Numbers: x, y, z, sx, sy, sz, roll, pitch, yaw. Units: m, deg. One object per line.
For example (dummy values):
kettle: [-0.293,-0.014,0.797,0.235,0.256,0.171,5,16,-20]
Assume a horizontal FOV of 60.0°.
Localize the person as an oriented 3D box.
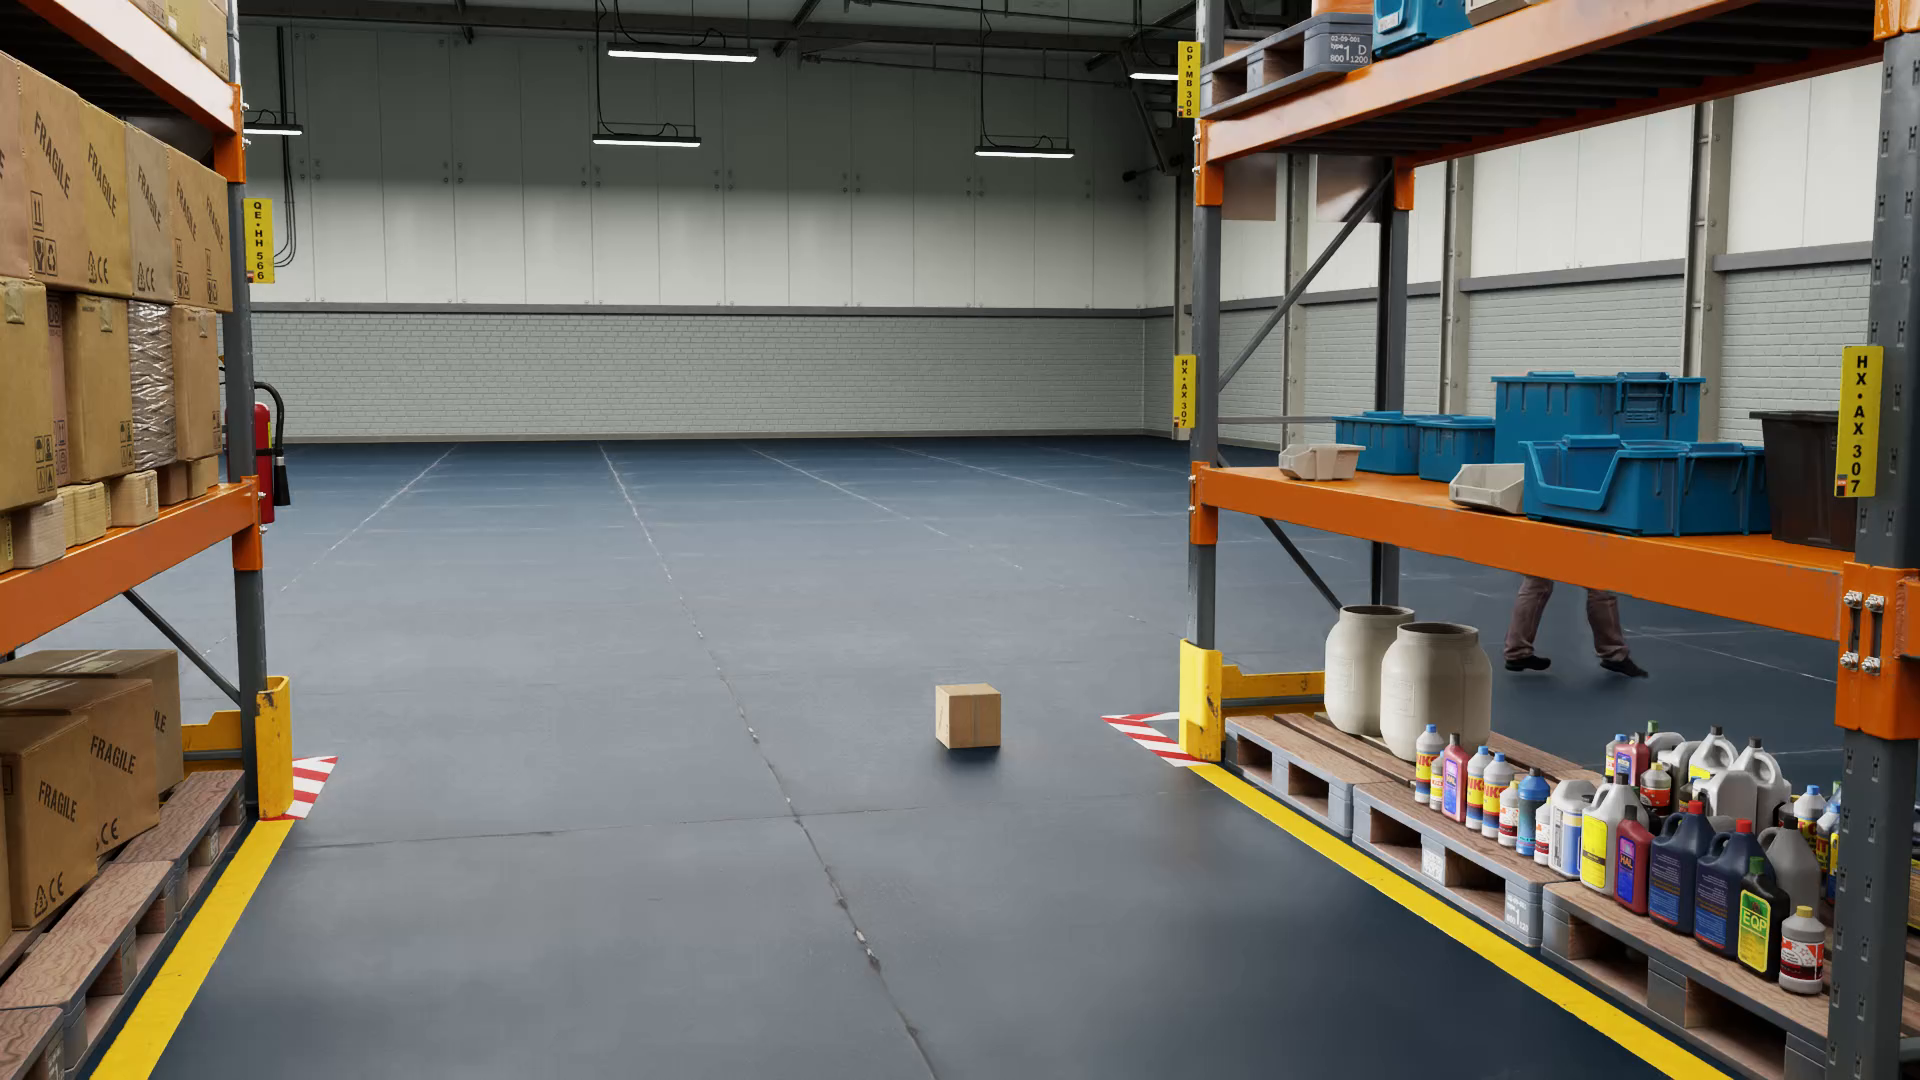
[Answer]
person: [3.469,-0.084,9.383,0.801,1.737,0.540,-2,6,-16]
